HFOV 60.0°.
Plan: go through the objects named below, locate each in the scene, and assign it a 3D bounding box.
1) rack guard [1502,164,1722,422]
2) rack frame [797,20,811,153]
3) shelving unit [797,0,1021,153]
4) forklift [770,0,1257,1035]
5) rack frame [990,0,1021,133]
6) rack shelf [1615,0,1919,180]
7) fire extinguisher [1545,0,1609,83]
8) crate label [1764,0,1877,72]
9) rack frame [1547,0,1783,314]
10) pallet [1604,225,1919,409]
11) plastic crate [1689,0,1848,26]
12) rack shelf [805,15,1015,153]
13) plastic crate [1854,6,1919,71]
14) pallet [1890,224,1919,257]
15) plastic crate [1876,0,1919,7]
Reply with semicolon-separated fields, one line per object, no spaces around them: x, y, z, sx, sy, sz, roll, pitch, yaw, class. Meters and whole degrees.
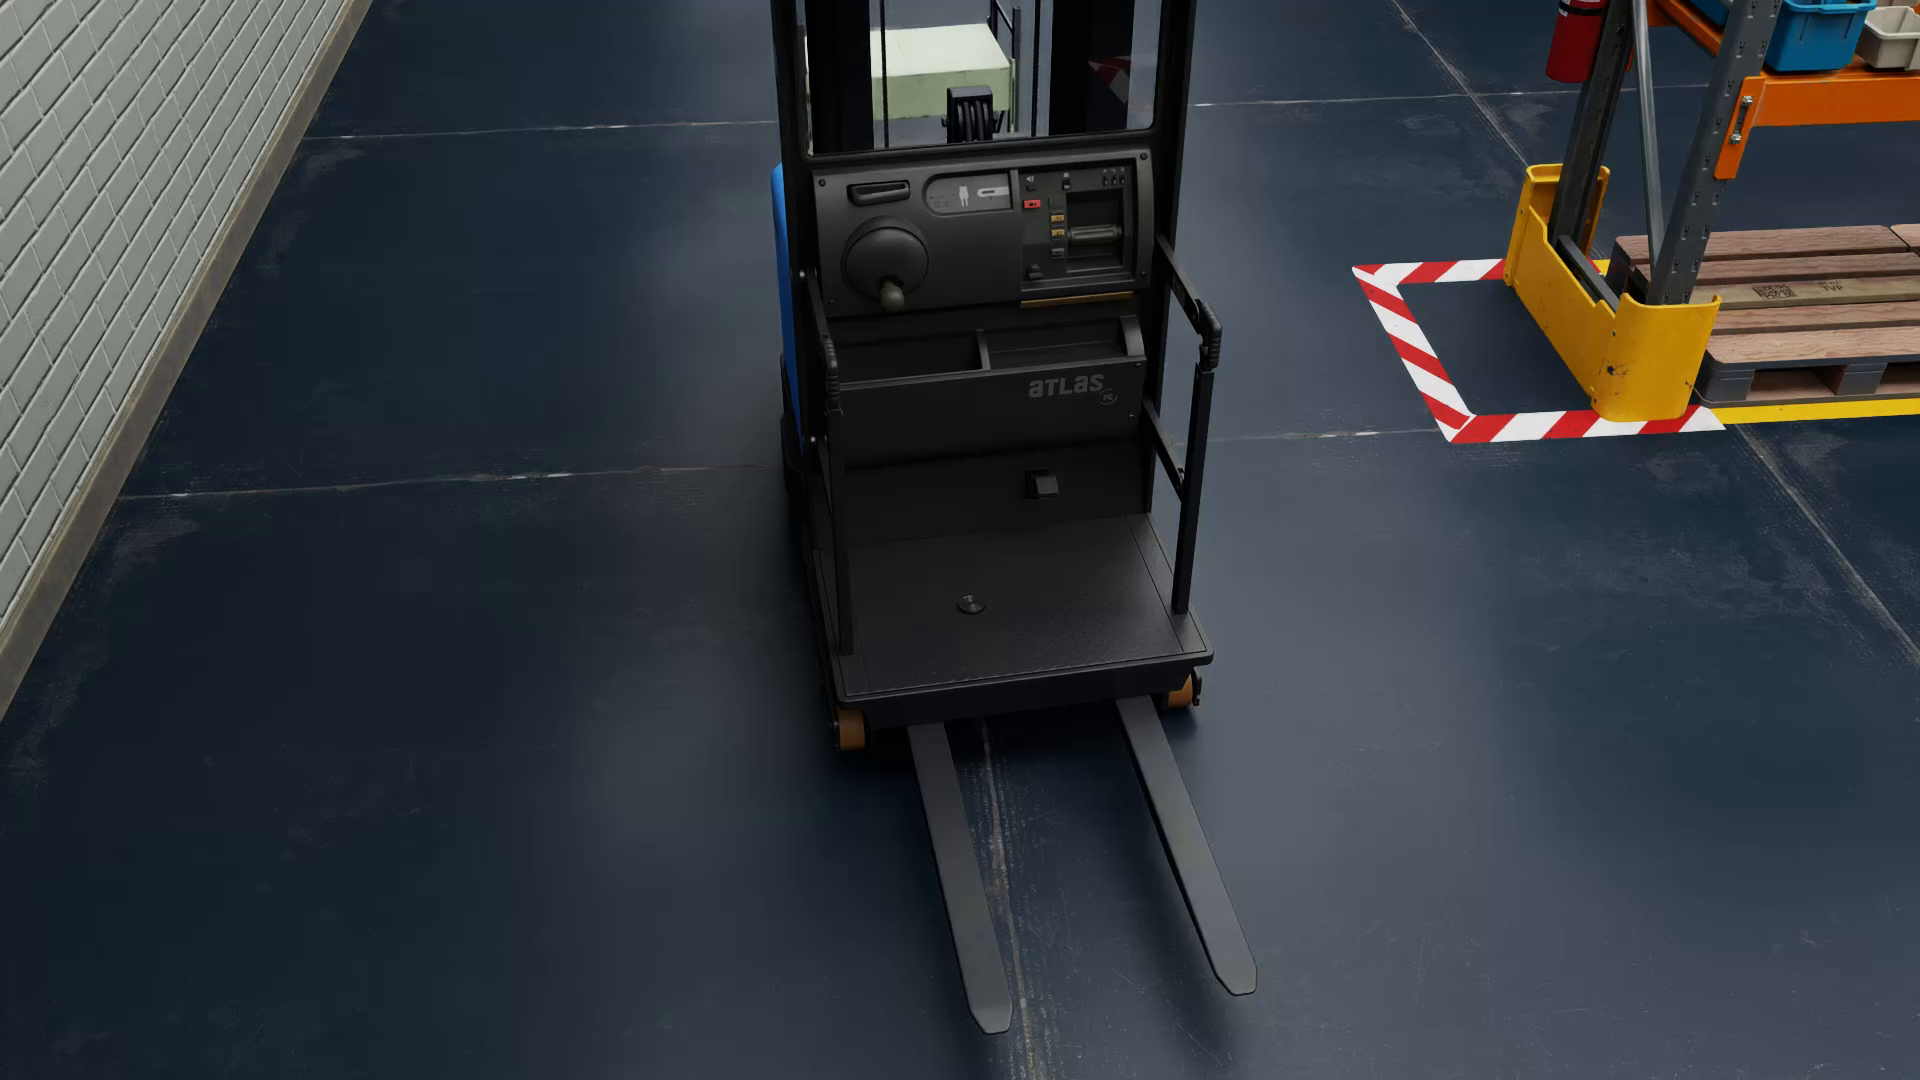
2.561;-1.010;6.626;0.348;0.500;1.175;-3;38;-4;rack guard
-0.562;-1.236;6.106;0.023;1.500;0.400;-7;39;-9;rack frame
-0.203;-1.280;6.161;0.755;1.500;0.431;-7;39;-9;shelving unit
0.112;-0.771;4.361;1.130;2.935;3.031;-7;39;-8;forklift
0.156;-1.323;6.216;0.023;1.500;0.400;-7;39;-9;rack frame
4.576;-1.828;6.226;4.000;0.370;1.077;-3;38;-4;rack shelf
2.393;-2.096;6.348;0.183;0.674;0.296;-3;38;-4;fire extinguisher
2.859;-1.769;5.657;0.303;0.233;0.416;-3;38;-4;crate label
2.584;-2.000;5.864;0.127;3.000;1.000;-3;38;-4;rack frame
3.409;-0.927;6.755;1.213;0.211;1.003;-3;38;-4;pallet
2.901;-2.171;6.004;0.499;0.435;0.616;-3;38;-4;plastic crate
-0.203;-1.586;5.919;0.720;0.370;0.431;-7;39;-9;rack shelf
3.186;-1.697;5.644;0.298;0.136;0.250;-3;38;-4;plastic crate
4.621;-0.992;6.837;1.213;0.211;1.003;-3;38;-4;pallet
3.380;-2.077;6.125;0.243;0.136;0.396;-3;38;-4;plastic crate
